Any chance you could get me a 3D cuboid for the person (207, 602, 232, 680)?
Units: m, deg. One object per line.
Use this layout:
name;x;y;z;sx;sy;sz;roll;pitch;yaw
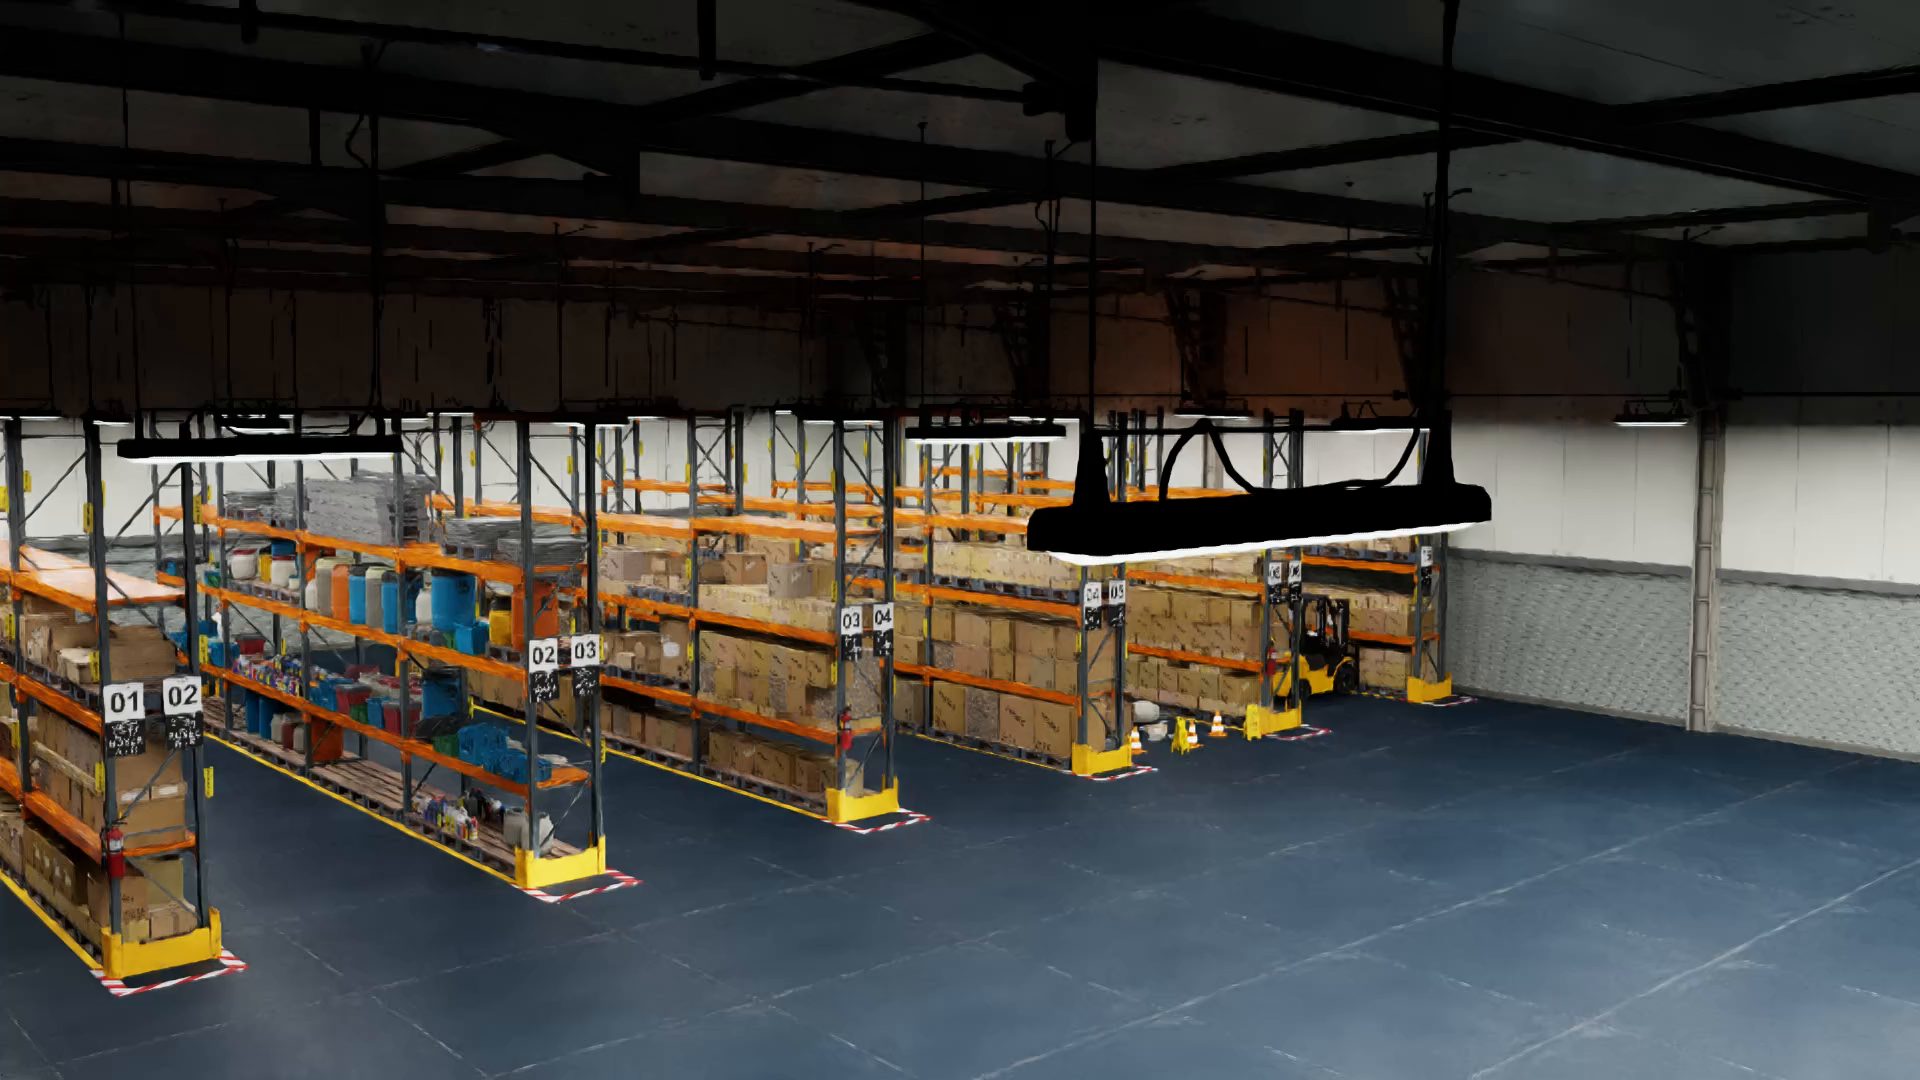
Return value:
person;-16.330;2.216;36.789;0.588;1.755;0.772;0;5;-2
